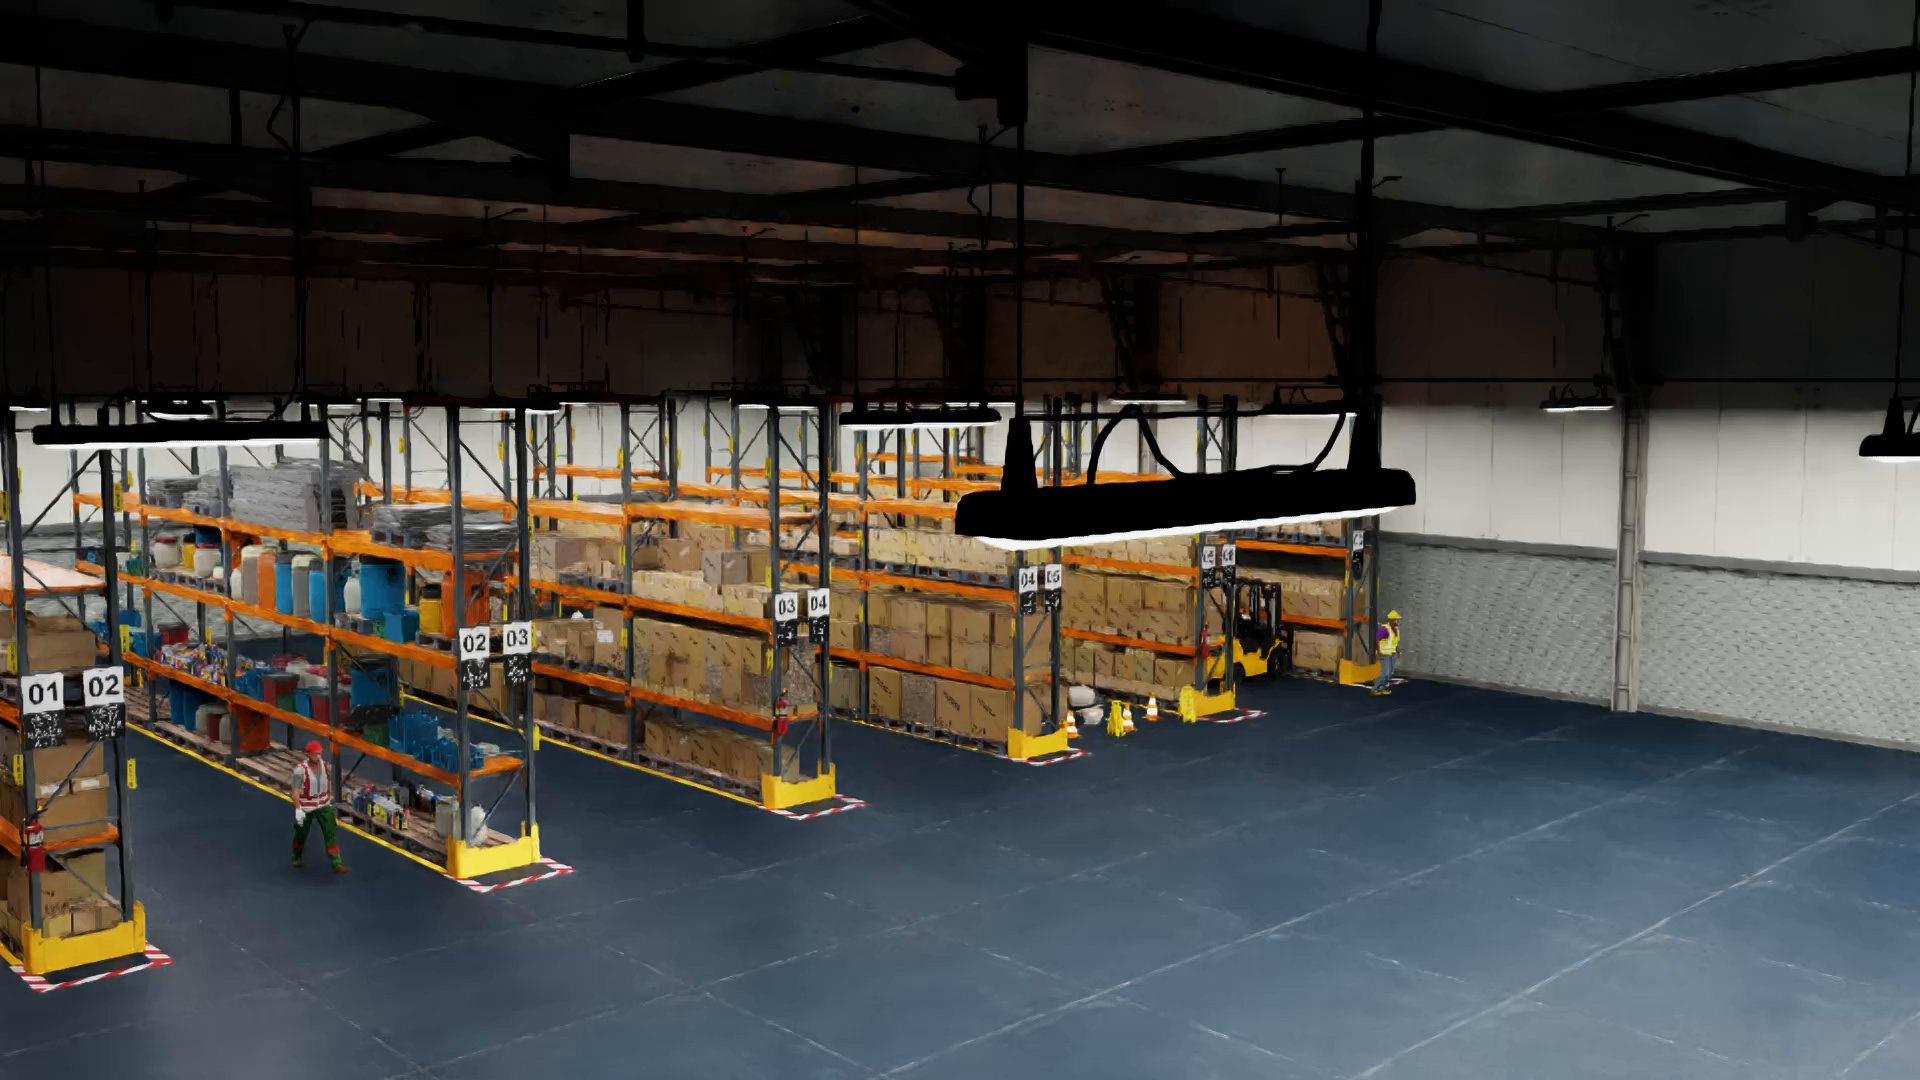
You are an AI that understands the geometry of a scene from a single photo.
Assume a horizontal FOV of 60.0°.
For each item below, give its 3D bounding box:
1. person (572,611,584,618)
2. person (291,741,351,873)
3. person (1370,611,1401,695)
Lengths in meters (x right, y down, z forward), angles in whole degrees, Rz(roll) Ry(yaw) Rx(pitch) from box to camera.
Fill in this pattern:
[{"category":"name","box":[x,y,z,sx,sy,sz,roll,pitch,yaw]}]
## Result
[{"category":"person","box":[-7.629,2.260,33.224,0.544,1.698,1.106,-5,8,-45]},{"category":"person","box":[-8.257,3.402,21.292,0.557,1.704,1.114,-5,8,-45]},{"category":"person","box":[8.559,2.267,33.318,0.719,1.714,0.578,-5,8,-44]}]
